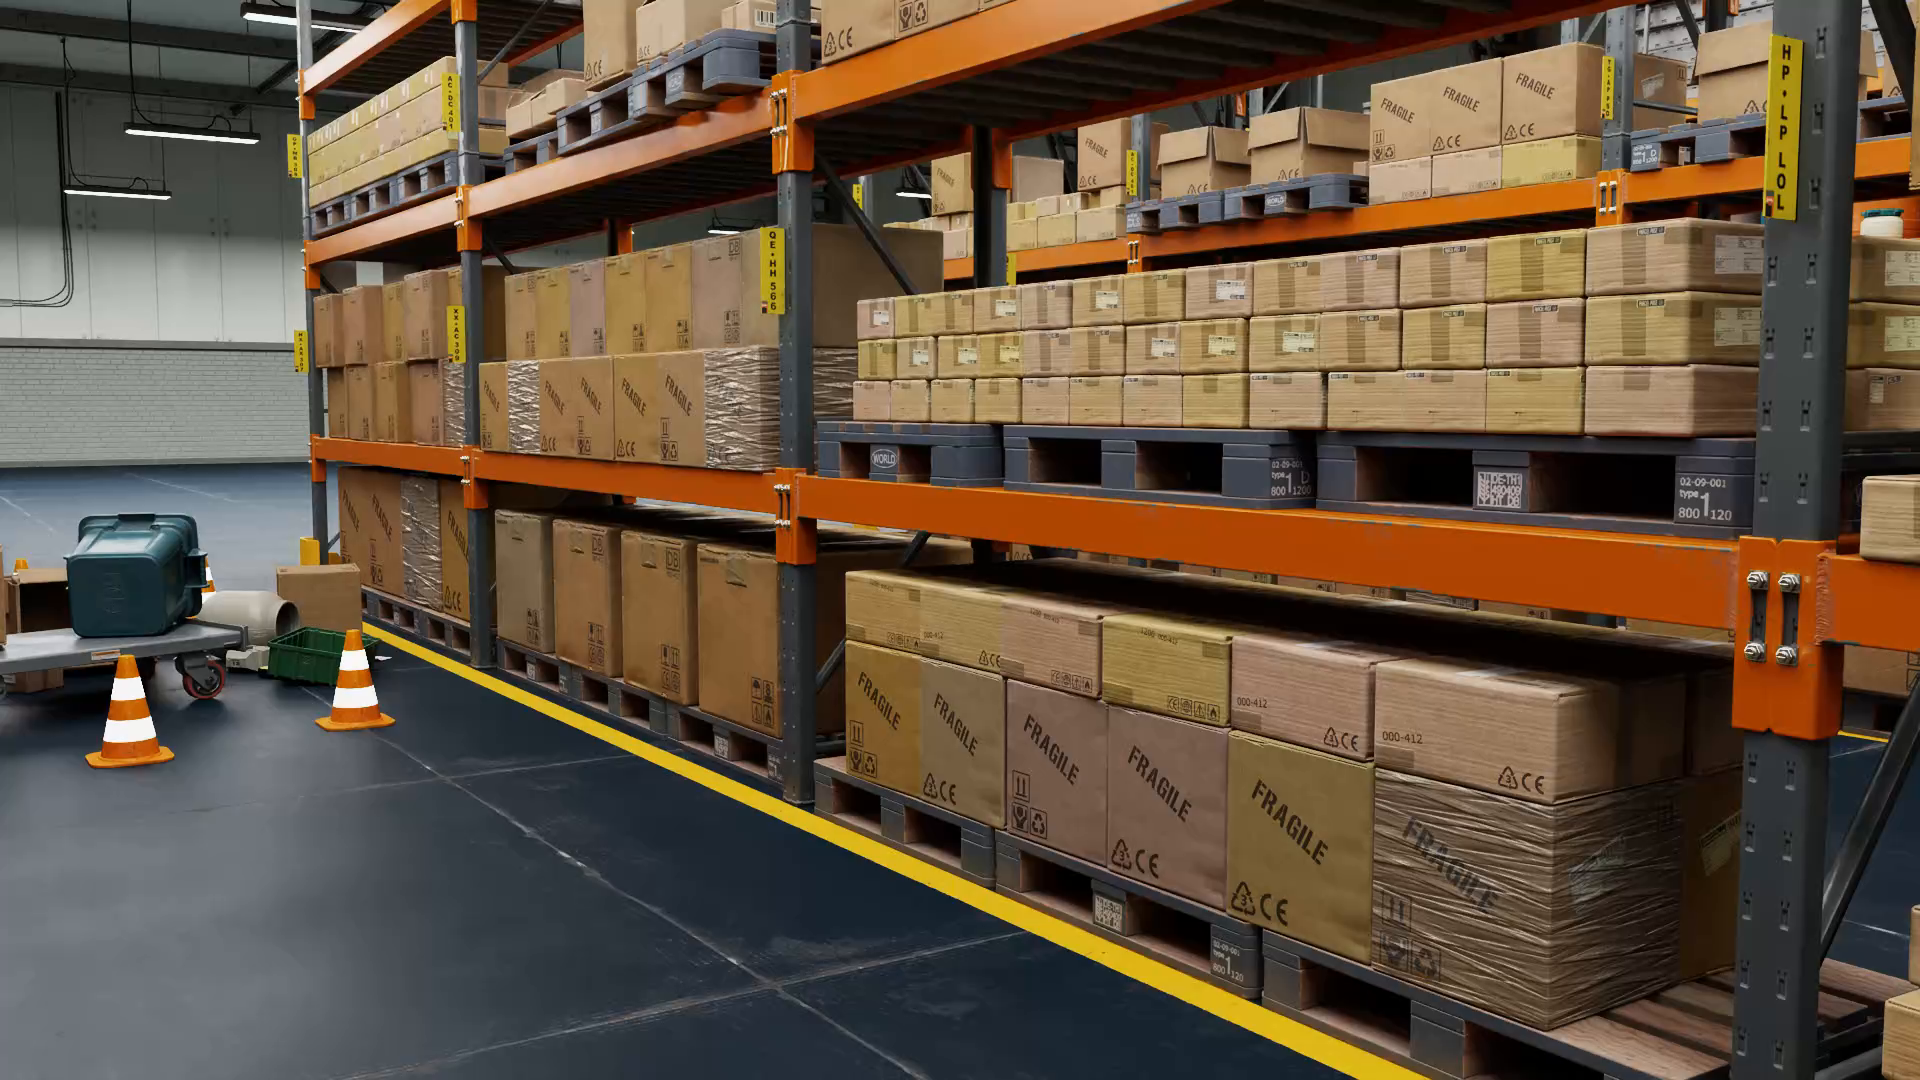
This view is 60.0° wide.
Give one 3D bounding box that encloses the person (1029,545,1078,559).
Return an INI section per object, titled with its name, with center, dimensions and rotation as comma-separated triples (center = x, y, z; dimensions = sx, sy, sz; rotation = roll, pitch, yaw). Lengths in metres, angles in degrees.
[person]
center = 0.615, -0.151, 10.922
dimensions = 0.352, 1.654, 0.512
rotation = -3, 6, -34
